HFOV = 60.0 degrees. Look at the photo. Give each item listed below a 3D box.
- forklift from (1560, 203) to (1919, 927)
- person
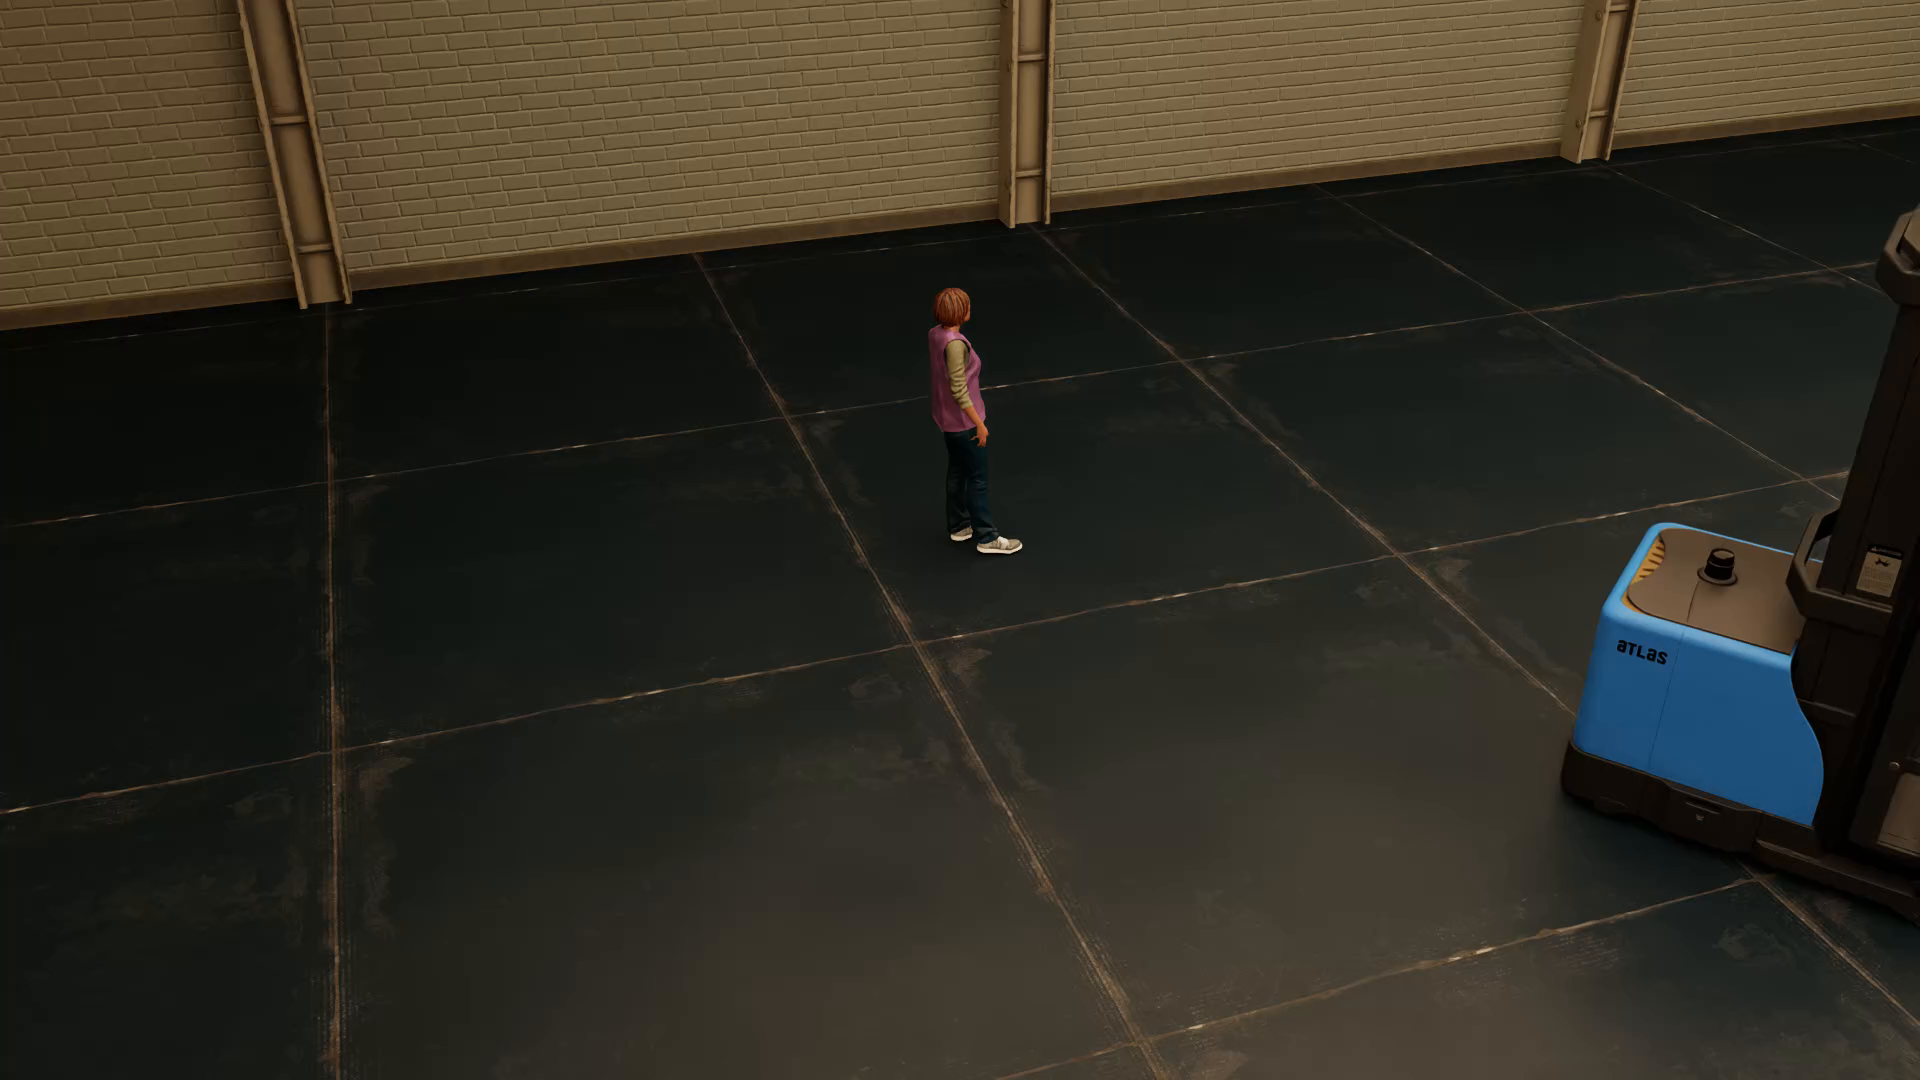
[{"bbox_3d":[4.360,0.156,6.815,3.031,2.935,1.130,18,34,28],"label":"forklift"},{"bbox_3d":[0.074,-0.704,9.632,0.476,1.597,0.520,-10,31,-16],"label":"person"}]
